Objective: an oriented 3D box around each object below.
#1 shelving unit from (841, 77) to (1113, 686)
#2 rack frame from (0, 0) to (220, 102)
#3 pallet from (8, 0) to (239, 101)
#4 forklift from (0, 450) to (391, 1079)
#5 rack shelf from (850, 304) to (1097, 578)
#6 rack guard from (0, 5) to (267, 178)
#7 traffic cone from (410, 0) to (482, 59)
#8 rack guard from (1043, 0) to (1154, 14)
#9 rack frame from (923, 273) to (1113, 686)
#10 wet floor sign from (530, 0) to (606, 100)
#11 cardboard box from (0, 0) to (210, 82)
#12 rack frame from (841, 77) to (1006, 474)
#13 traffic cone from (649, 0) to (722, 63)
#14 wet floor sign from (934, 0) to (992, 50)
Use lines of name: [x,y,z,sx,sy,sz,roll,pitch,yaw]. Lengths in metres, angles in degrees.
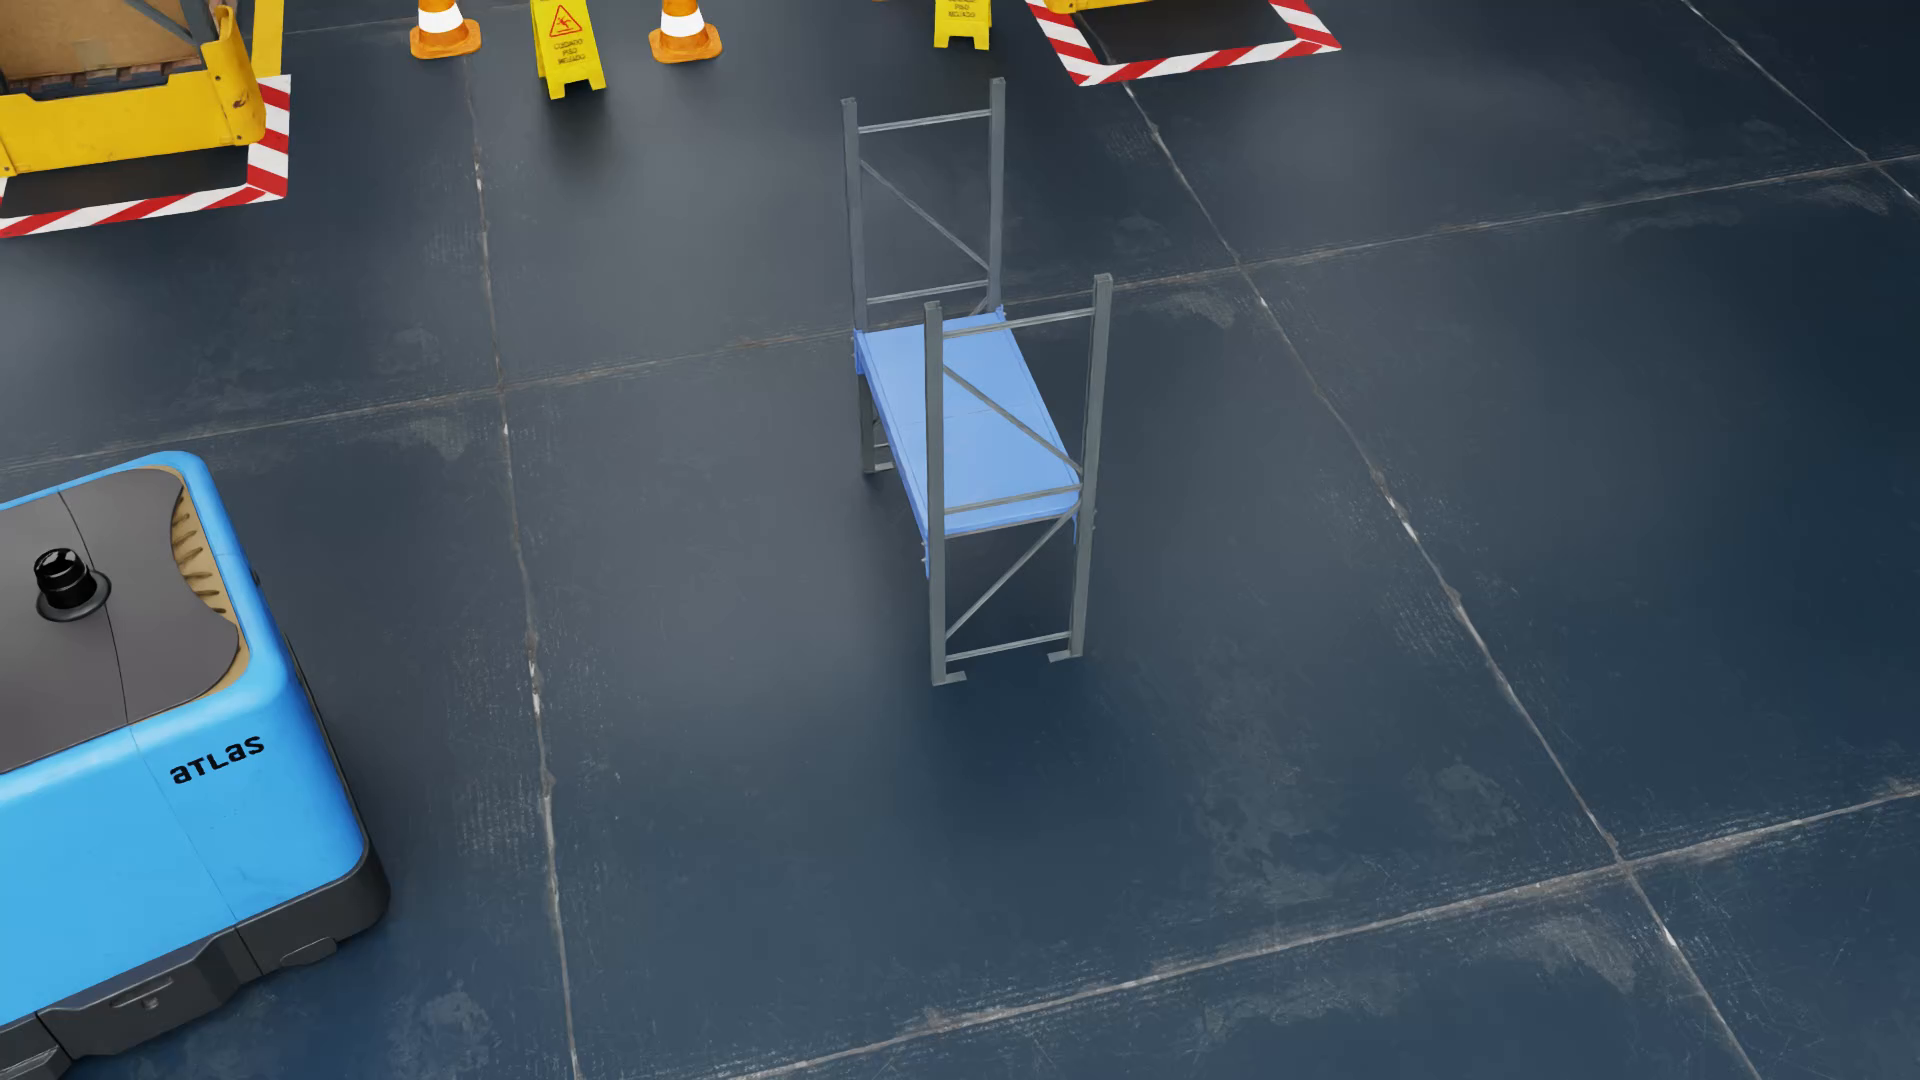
shelving unit: [0.022,-0.466,5.157,0.538,1.500,1.048,-11,47,-10]
rack frame: [-3.757,-2.875,6.467,1.000,3.000,0.127,-11,47,-10]
pallet: [-4.037,-2.436,7.990,1.003,0.211,1.213,-11,47,-10]
forklift: [-3.129,0.290,3.414,3.031,2.935,1.130,-23,50,-21]
rack shelf: [0.022,-0.340,5.285,0.538,0.185,1.000,-11,47,-10]
rack guard: [-3.751,-1.983,7.344,1.175,0.500,0.348,-11,47,-10]
traffic cone: [-2.520,-2.613,7.987,0.336,0.463,0.334,-11,47,-10]
rack guard: [0.983,-3.027,8.367,1.175,0.500,0.348,-11,47,-10]
rack frame: [0.152,-0.115,4.813,0.500,1.500,0.032,-11,47,-10]
wet floor sign: [-1.836,-2.393,7.643,0.267,0.644,0.232,-18,48,-17]
cardboard box: [-3.995,-2.734,7.523,0.875,0.875,0.875,-10,47,-10]
rack frame: [-0.108,-0.817,5.501,0.500,1.500,0.032,-11,47,-10]
traffic cone: [-1.341,-2.585,7.959,0.336,0.463,0.334,-11,47,-10]
wet floor sign: [0.016,-2.699,7.943,0.267,0.644,0.232,4,46,4]
